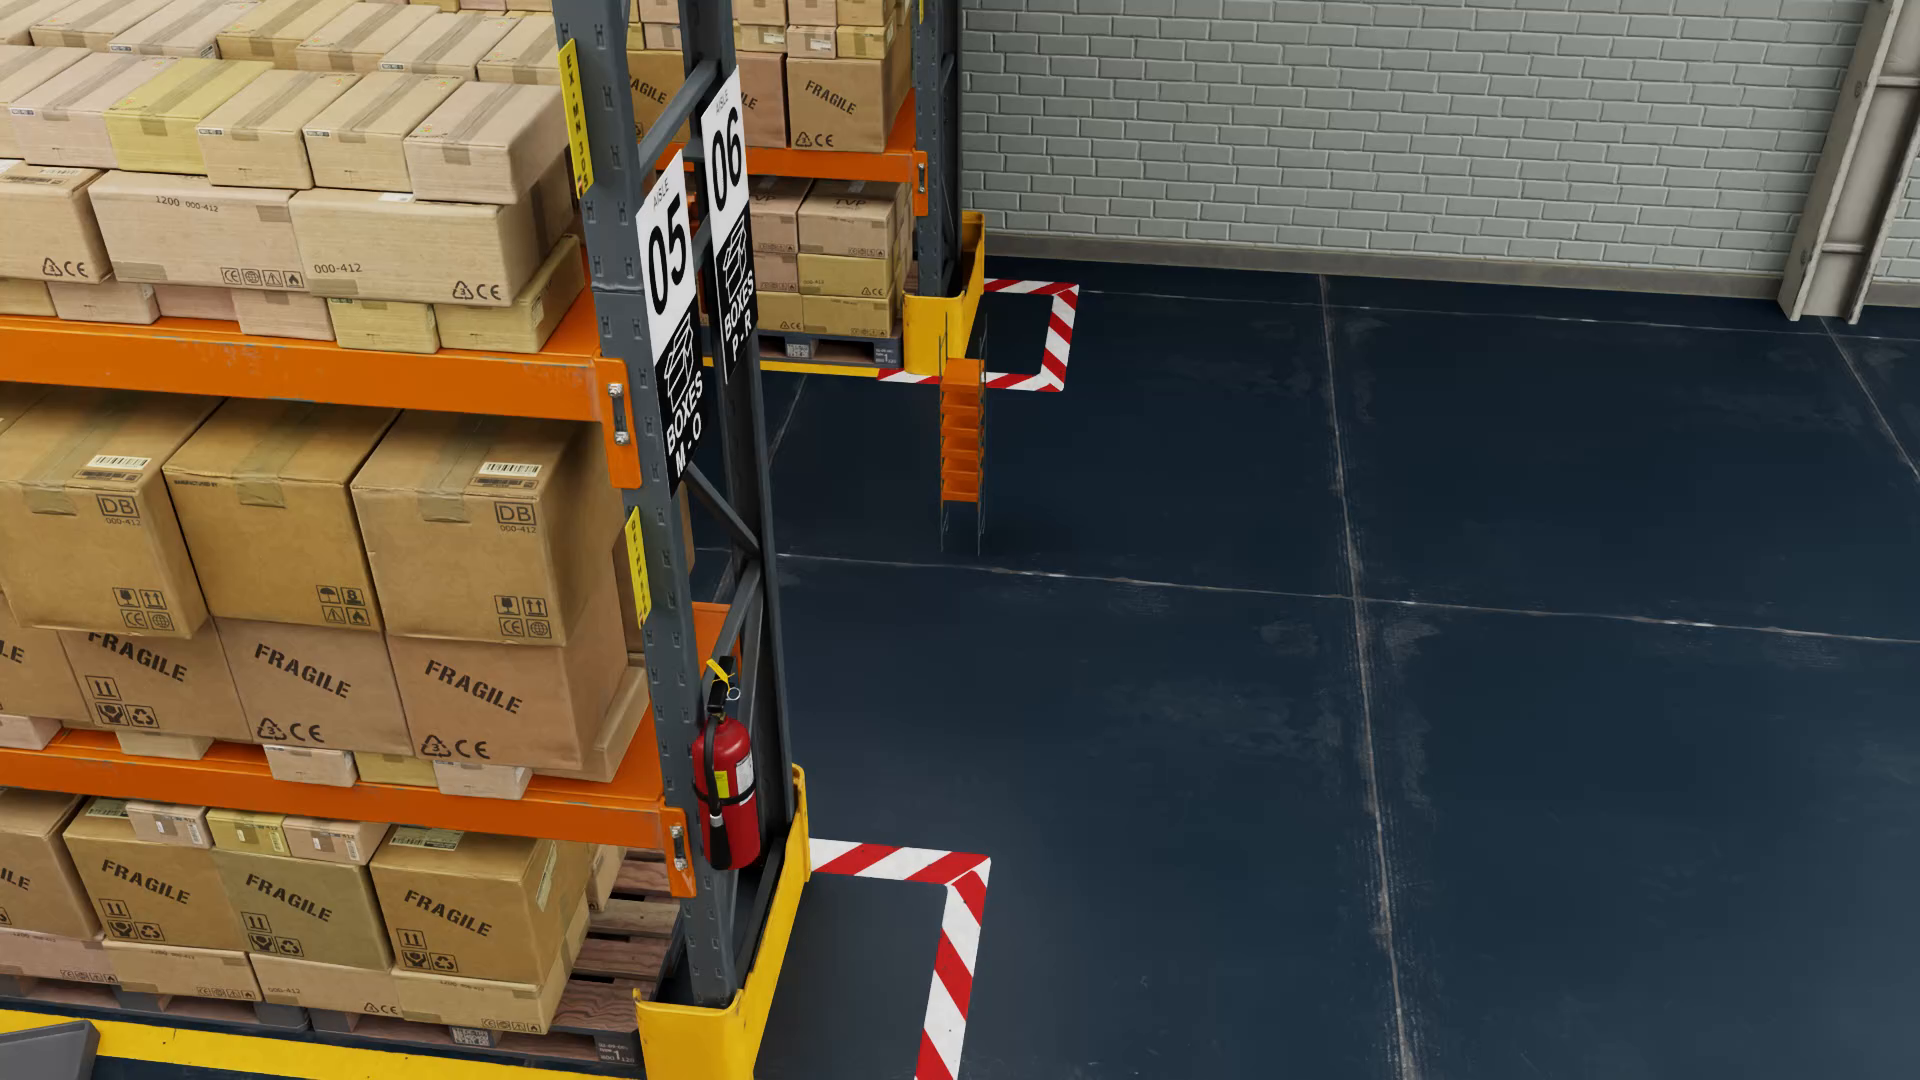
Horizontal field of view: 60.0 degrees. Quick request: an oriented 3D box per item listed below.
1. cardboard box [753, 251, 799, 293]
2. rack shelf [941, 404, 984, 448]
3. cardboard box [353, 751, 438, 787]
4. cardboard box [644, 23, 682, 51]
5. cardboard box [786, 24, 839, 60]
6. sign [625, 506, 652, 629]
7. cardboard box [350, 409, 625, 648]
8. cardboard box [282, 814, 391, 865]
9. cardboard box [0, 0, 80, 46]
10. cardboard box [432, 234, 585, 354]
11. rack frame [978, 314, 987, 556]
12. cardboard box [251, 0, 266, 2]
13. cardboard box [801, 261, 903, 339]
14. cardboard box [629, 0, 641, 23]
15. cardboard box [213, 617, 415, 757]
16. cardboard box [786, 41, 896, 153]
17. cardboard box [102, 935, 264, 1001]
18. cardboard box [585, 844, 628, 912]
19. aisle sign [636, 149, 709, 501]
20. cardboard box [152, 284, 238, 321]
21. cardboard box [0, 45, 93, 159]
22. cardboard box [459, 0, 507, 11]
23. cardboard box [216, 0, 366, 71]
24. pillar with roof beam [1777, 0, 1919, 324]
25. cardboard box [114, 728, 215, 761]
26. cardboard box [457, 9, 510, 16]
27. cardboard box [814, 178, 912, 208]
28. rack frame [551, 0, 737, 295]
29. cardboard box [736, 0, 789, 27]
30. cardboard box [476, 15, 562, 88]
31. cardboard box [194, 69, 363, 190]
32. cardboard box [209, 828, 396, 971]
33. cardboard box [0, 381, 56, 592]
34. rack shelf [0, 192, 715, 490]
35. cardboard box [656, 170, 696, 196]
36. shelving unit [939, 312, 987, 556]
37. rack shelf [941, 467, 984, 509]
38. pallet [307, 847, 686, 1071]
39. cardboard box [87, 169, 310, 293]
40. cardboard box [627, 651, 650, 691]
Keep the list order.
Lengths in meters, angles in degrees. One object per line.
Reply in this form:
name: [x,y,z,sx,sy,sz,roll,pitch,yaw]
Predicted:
cardboard box: [-1.130,-1.660,9.568,0.500,0.250,0.500,4,36,5]
rack shelf: [0.014,-0.549,7.856,0.180,0.103,0.258,4,36,6]
cardboard box: [-1.655,0.567,5.090,0.250,0.149,0.380,4,36,5]
cardboard box: [-1.513,-2.748,8.874,0.250,0.149,0.380,3,36,4]
cardboard box: [-0.748,-2.676,8.773,0.250,0.149,0.380,5,36,7]
sign: [-0.830,0.073,4.296,0.005,0.325,0.100,4,36,6]
cardboard box: [-1.274,-0.126,4.641,0.500,0.500,0.700,3,36,5]
cardboard box: [-1.940,0.837,5.297,0.250,0.149,0.380,5,36,7]
cardboard box: [-2.571,-1.363,4.525,0.250,0.149,0.380,5,36,7]
cardboard box: [-1.129,-0.629,4.183,0.250,0.149,0.380,4,36,6]
rack frame: [0.105,-0.481,7.890,0.006,1.200,0.240,4,36,6]
cardboard box: [-3.800,-3.032,9.016,0.250,0.149,0.380,5,36,7]
cardboard box: [-0.617,-1.410,9.648,0.500,0.250,0.500,5,36,6]
cardboard box: [-1.772,-2.873,8.793,0.250,0.149,0.380,5,36,7]
cardboard box: [-1.809,0.272,4.944,0.500,0.500,0.500,4,36,6]
cardboard box: [-0.633,-2.431,8.988,0.500,0.500,0.500,4,36,5]
cardboard box: [-2.608,1.320,5.824,0.500,0.250,0.500,3,36,4]
cardboard box: [-1.504,1.084,6.154,0.500,0.250,0.500,4,36,6]
aisle sign: [-0.715,-0.531,4.175,0.004,0.787,0.394,4,36,6]
cardboard box: [-1.882,-0.725,4.318,0.250,0.149,0.380,5,36,6]
cardboard box: [-2.362,-1.098,4.154,0.250,0.149,0.380,3,36,5]
cardboard box: [-2.512,-2.983,8.947,0.250,0.149,0.380,4,36,6]
cardboard box: [-1.798,-1.357,4.517,0.250,0.149,0.380,4,36,6]
pillar with roof beam: [4.716,-2.593,4.138,0.400,9.000,9.100,4,36,6]
cardboard box: [-2.415,0.499,5.185,0.250,0.149,0.380,4,36,5]
cardboard box: [-2.530,-2.819,8.974,0.250,0.149,0.380,3,36,4]
cardboard box: [-0.564,-2.109,9.767,0.500,0.250,0.500,4,36,5]
rack frame: [-0.740,-2.087,3.428,0.127,3.000,1.000,4,36,6]
cardboard box: [-1.005,-2.840,8.747,0.250,0.149,0.380,5,36,7]
cardboard box: [-1.066,-1.232,4.342,0.250,0.149,0.380,4,36,6]
cardboard box: [-1.619,-0.993,4.006,0.250,0.149,0.380,4,36,5]
cardboard box: [-2.085,1.052,5.553,0.500,0.500,0.500,6,36,8]
cardboard box: [-2.771,-0.263,4.833,0.500,0.500,0.700,4,36,6]
rack shelf: [-2.723,-0.721,4.715,4.000,0.370,1.077,4,36,6]
cardboard box: [-1.616,-1.884,9.453,0.500,0.250,0.500,5,36,7]
shelving unit: [0.014,-0.487,7.900,0.189,1.200,0.258,4,36,6]
rack shelf: [0.014,-0.256,8.065,0.180,0.103,0.258,4,36,6]
pallet: [-1.616,1.404,6.101,1.213,0.211,1.003,4,36,6]
cardboard box: [-1.779,-0.854,4.156,0.500,0.250,0.500,4,36,5]
cardboard box: [-1.050,0.313,5.446,0.250,0.149,0.380,4,36,6]
